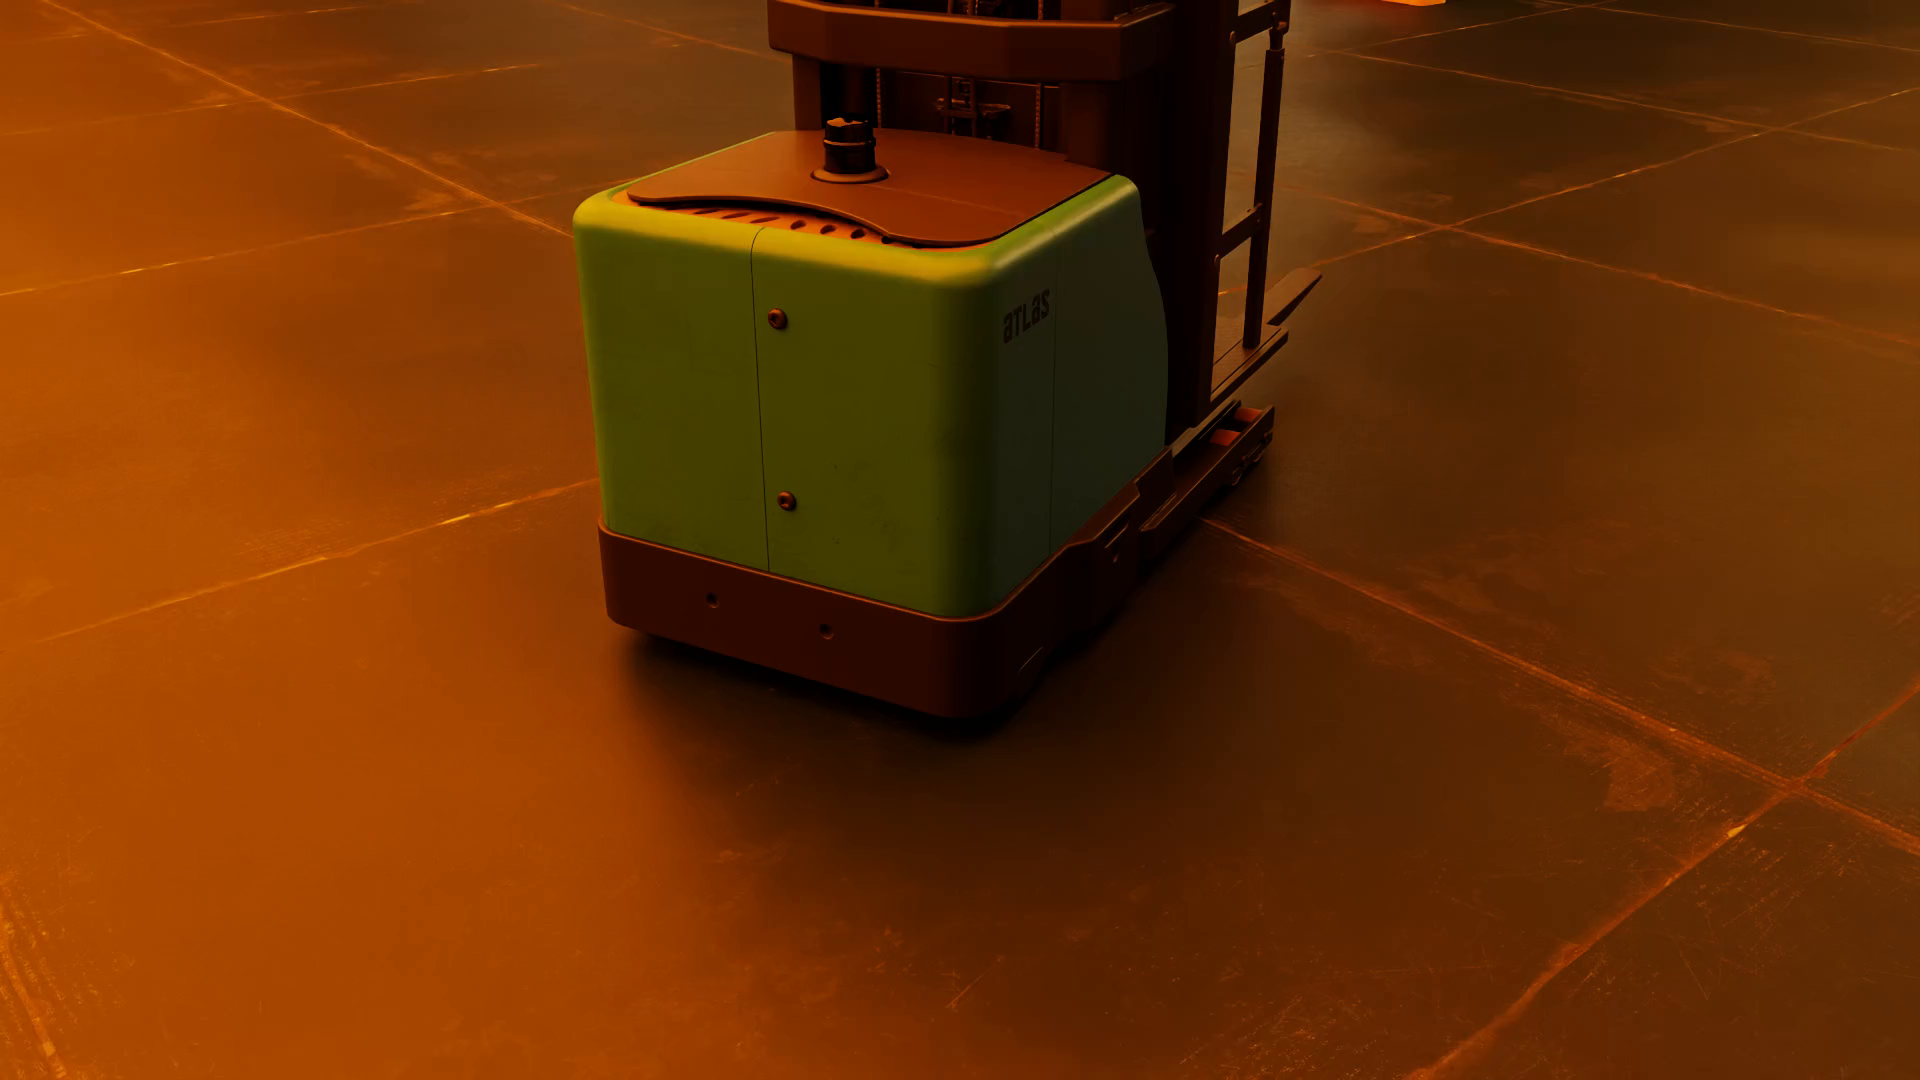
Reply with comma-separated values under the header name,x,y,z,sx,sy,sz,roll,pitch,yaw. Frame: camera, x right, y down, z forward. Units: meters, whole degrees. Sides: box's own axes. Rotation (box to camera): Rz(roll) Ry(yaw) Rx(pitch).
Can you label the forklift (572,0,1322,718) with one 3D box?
name,x,y,z,sx,sy,sz,roll,pitch,yaw
forklift,0.285,-1.552,4.331,1.130,2.935,3.031,13,29,25
